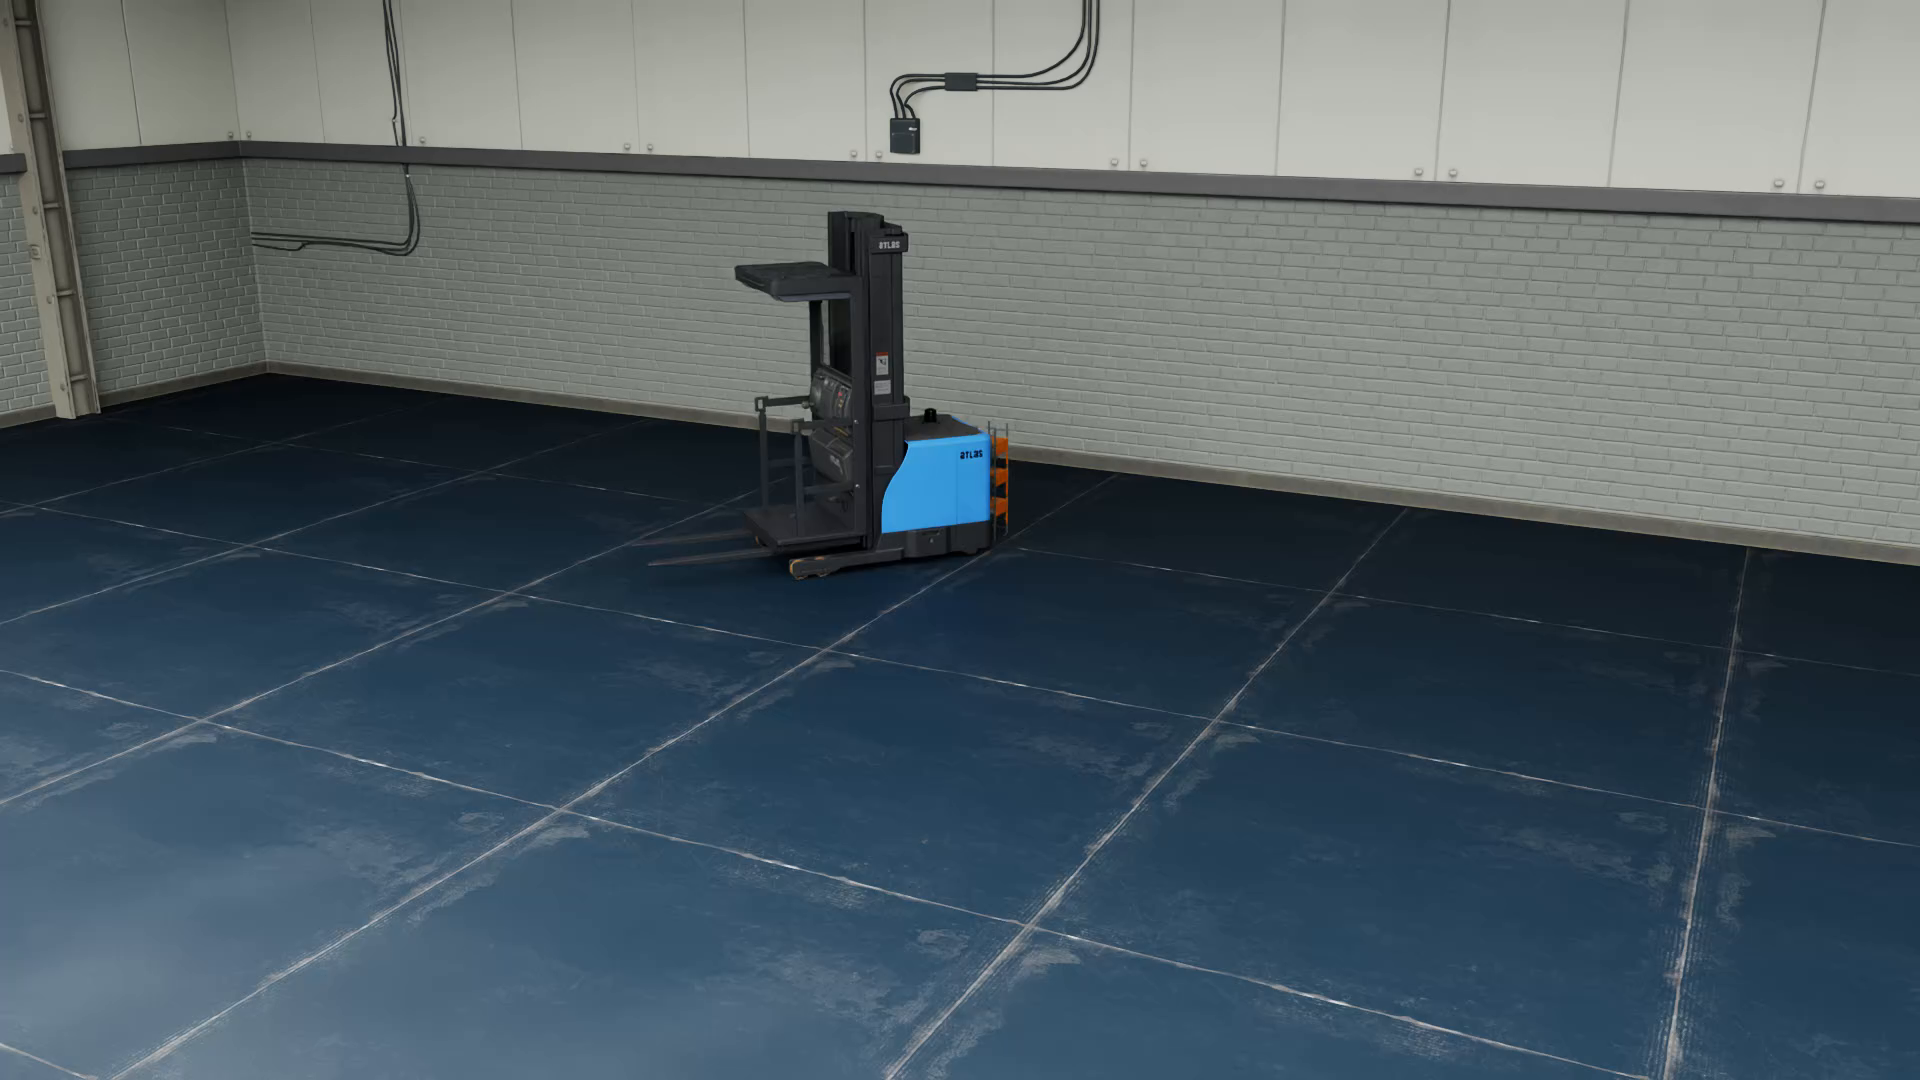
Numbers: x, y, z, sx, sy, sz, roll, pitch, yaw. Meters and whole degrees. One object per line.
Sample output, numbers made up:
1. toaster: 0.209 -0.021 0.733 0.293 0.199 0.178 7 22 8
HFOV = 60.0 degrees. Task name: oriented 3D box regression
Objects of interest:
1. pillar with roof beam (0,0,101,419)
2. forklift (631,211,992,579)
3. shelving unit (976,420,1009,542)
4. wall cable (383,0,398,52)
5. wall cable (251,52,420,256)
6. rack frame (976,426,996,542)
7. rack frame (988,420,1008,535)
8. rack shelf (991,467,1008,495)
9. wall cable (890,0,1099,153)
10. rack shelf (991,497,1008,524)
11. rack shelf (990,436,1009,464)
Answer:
1. pillar with roof beam: -6.826 -5.285 17.014 9.100 9.000 0.400 8 18 25
2. forklift: -1.281 -1.247 14.073 3.031 2.935 1.130 -7 18 -22
3. shelving unit: 0.286 -0.527 14.955 0.215 1.050 0.252 8 19 26
4. wall cable: -5.758 -7.003 19.382 3.097 2.526 0.112 8 18 25
5. wall cable: -8.178 -4.927 21.260 3.097 2.526 0.112 8 18 25
6. rack frame: 0.230 -0.496 14.851 0.200 1.050 0.008 8 19 26
7. rack frame: 0.343 -0.558 15.059 0.200 1.050 0.008 8 19 26
8. rack shelf: 0.286 -0.517 14.958 0.215 0.259 0.240 8 19 26
9. wall cable: 0.308 -6.834 16.254 2.305 6.003 0.169 8 18 25
10. rack shelf: 0.286 -0.250 15.037 0.215 0.259 0.240 8 19 26
11. rack shelf: 0.286 -0.789 14.877 0.215 0.259 0.240 8 19 26
